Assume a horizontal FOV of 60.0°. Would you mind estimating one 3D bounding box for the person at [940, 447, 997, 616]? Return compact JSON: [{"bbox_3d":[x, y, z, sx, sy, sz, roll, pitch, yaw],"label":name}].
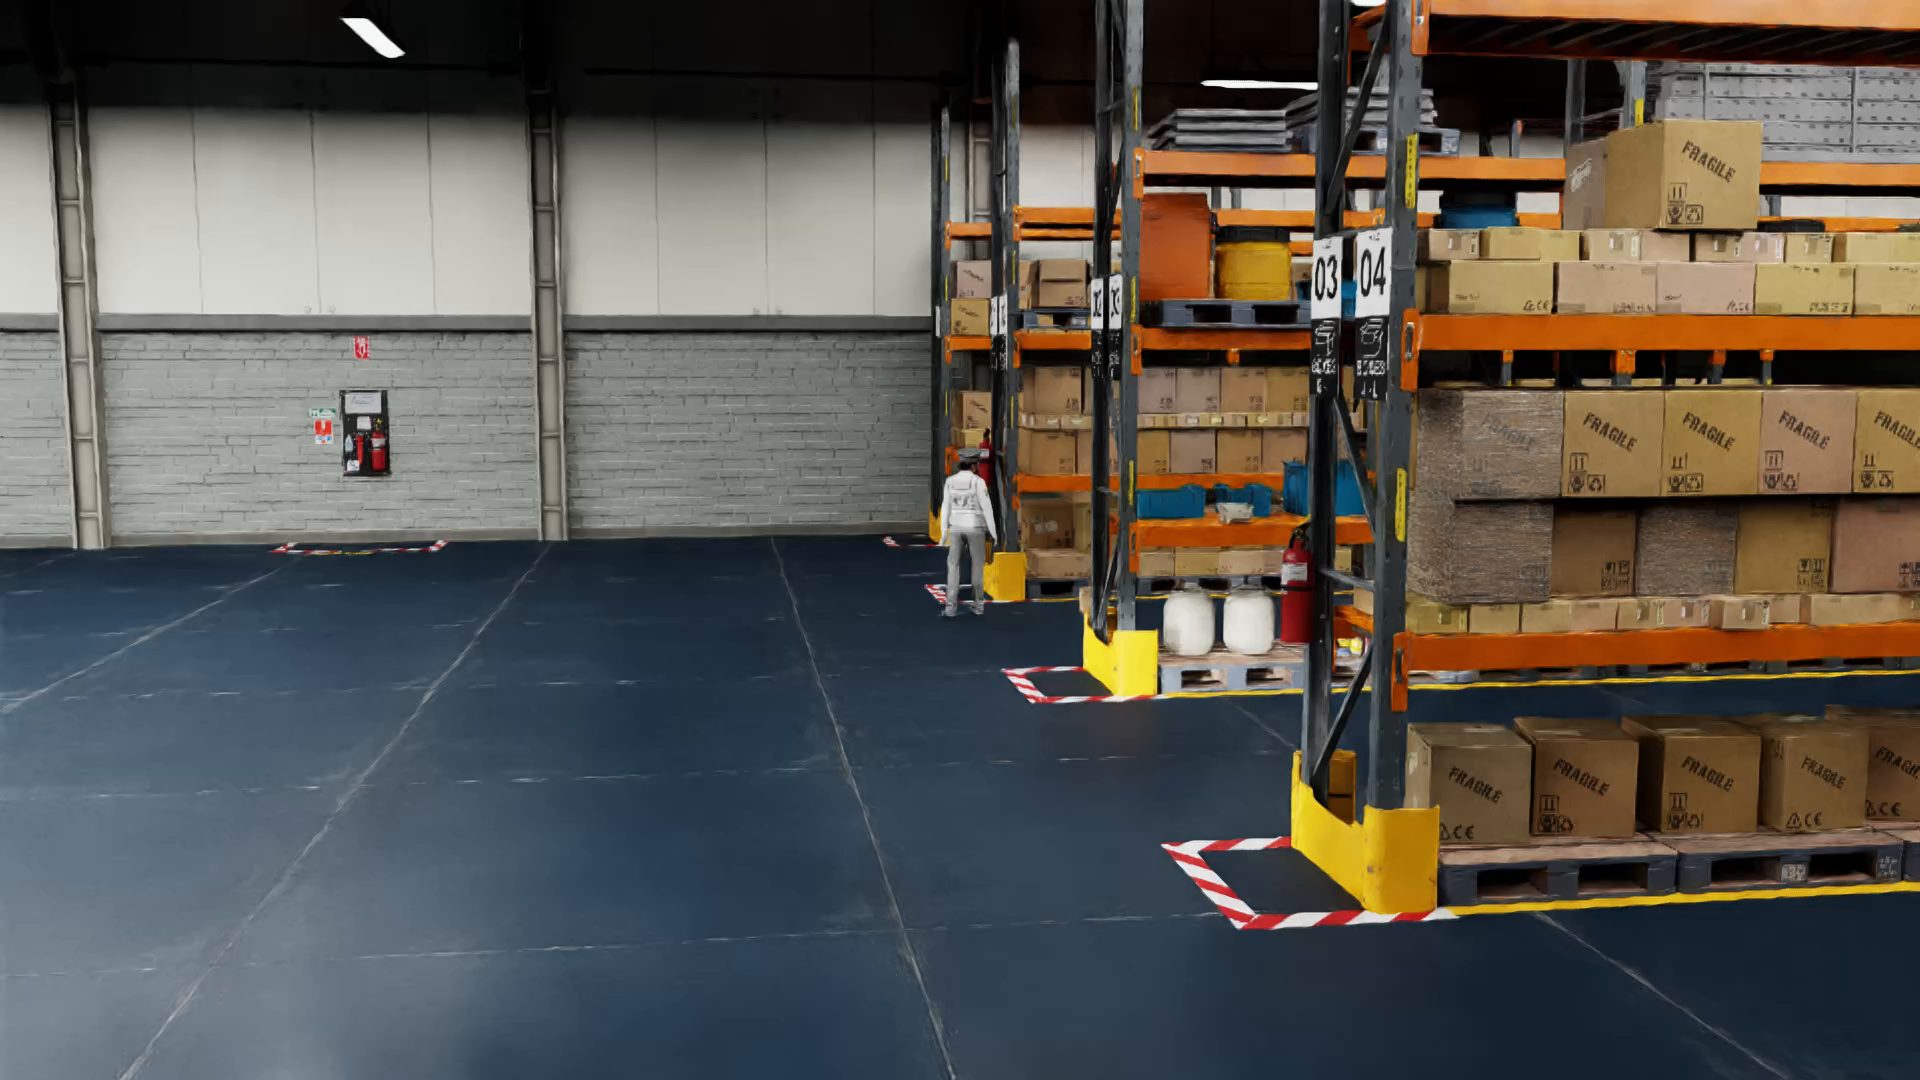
[{"bbox_3d":[0.089,-0.078,16.421,0.575,1.669,0.565,2,7,19],"label":"person"}]
